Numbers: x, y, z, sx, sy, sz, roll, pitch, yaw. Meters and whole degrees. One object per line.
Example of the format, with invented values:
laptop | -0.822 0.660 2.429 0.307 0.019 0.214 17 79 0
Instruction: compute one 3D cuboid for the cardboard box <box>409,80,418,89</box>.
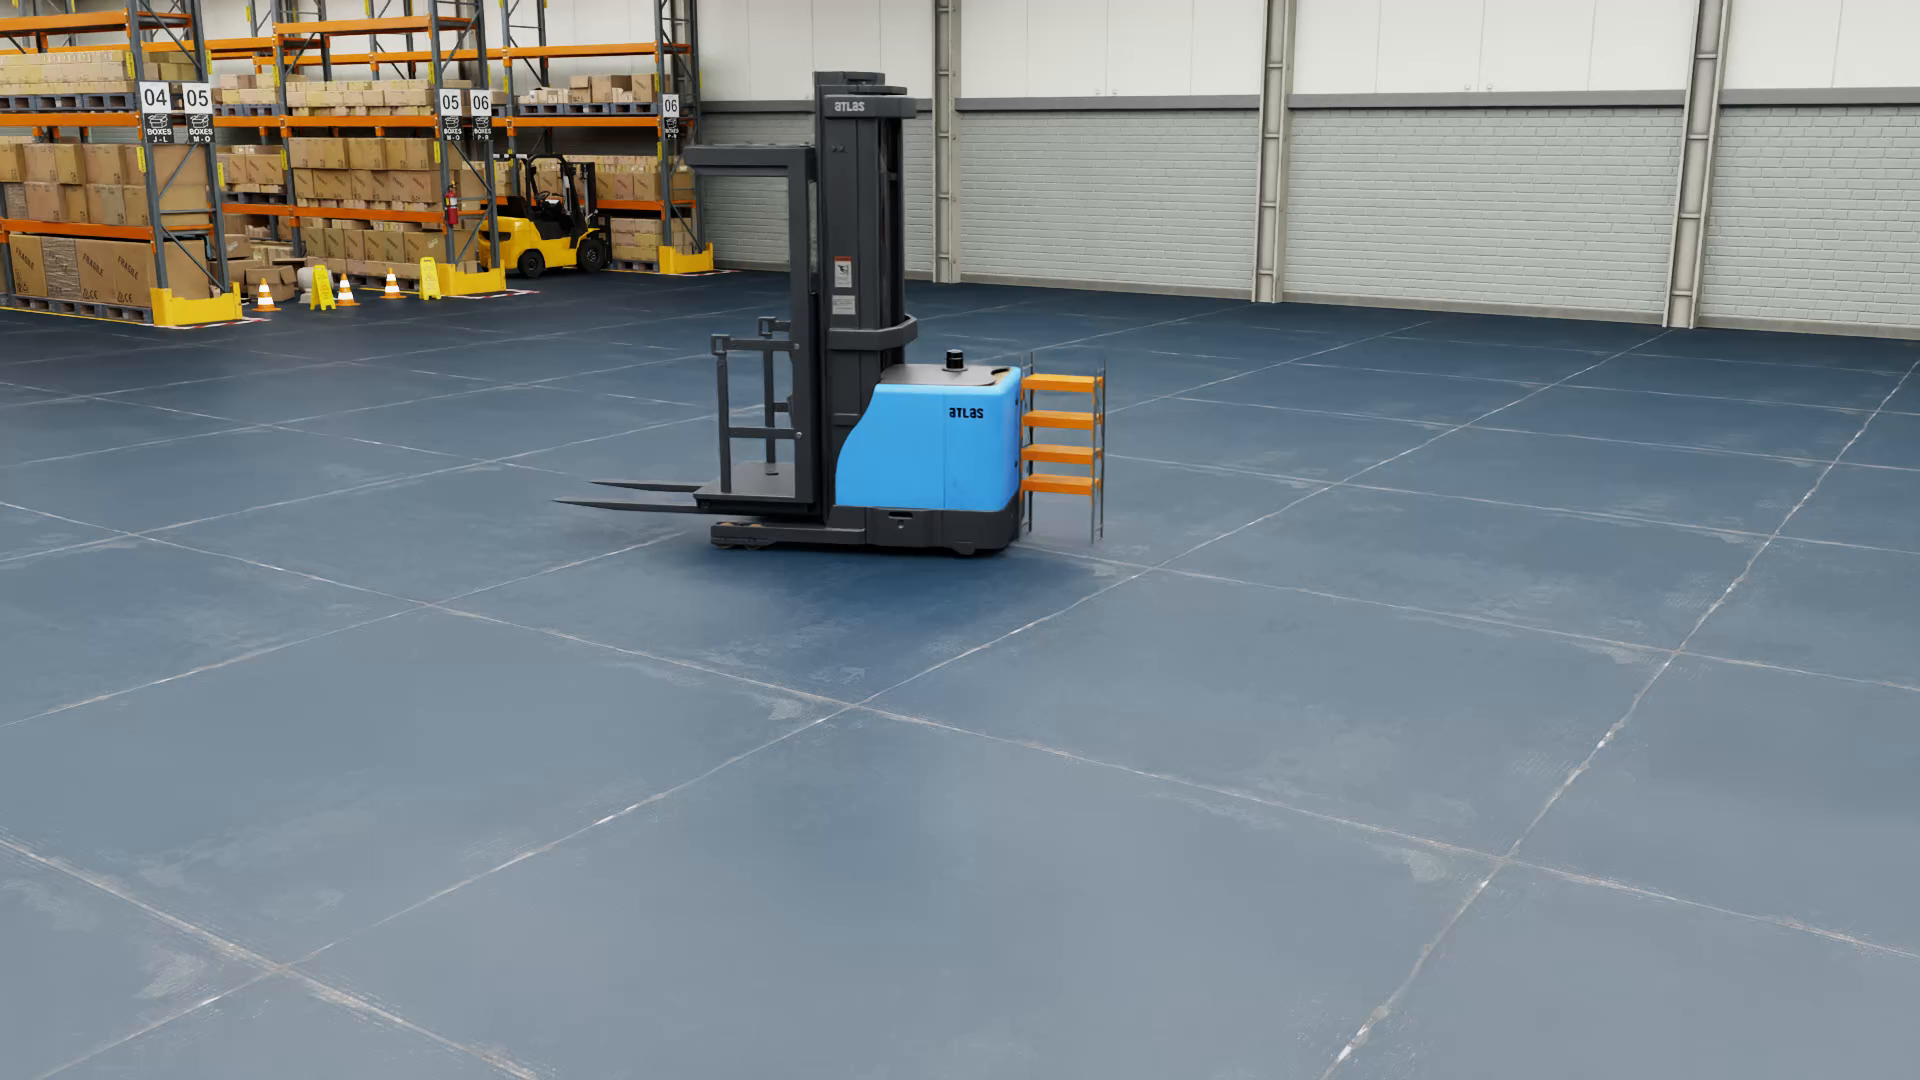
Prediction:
cardboard box | -8.534 -7.241 26.455 0.250 0.149 0.380 10 17 34

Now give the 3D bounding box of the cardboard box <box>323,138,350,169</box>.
cardboard box | -10.158 -6.458 27.763 0.500 0.500 0.700 9 16 32

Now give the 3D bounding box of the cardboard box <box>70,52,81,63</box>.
cardboard box | -11.885 -6.578 22.694 0.250 0.149 0.380 9 17 33

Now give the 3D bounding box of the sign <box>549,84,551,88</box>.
sign | -8.140 -8.874 32.948 0.005 0.325 0.100 9 17 33

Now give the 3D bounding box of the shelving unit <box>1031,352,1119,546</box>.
shelving unit | 0.738 -0.587 10.696 0.503 1.200 0.258 4 15 17

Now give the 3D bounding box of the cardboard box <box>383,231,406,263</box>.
cardboard box | -9.142 -4.849 27.459 0.500 0.500 0.500 10 17 35

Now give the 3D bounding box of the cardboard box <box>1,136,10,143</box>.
cardboard box | -19.094 -8.077 33.569 0.250 0.149 0.380 9 17 32

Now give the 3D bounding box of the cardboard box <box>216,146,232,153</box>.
cardboard box | -16.935 -8.747 38.050 0.500 0.500 0.500 10 17 34

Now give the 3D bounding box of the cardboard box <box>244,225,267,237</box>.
cardboard box | -16.009 -7.032 37.803 0.258 0.266 0.396 10 17 35

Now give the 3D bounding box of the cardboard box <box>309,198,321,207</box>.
cardboard box | -10.894 -5.776 28.438 0.250 0.149 0.380 10 17 34

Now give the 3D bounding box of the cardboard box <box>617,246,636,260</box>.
cardboard box | -6.103 -5.419 31.322 0.500 0.250 0.500 9 17 33

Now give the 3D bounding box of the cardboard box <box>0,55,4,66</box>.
cardboard box | -13.569 -6.850 23.793 0.250 0.149 0.380 9 17 32

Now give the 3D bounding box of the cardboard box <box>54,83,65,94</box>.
cardboard box | -12.305 -6.259 23.064 0.250 0.149 0.380 9 17 33

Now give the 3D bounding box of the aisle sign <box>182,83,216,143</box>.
aisle sign | -10.349 -5.803 22.614 0.004 0.787 0.394 9 17 33

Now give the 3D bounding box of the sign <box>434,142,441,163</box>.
sign | -8.223 -6.099 26.151 0.005 0.325 0.100 9 17 33

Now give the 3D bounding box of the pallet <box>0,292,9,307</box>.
pallet | -14.576 -3.762 25.582 1.213 0.211 1.003 9 17 33

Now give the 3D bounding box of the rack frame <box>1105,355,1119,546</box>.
rack frame | 0.970 -0.569 10.625 0.015 1.200 0.240 4 15 17

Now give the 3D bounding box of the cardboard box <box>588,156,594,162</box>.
cardboard box | -6.820 -7.200 31.490 0.250 0.149 0.380 9 17 34

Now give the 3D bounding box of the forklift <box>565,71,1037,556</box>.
forklift | -1.049 -1.476 10.686 3.031 2.935 1.130 2 14 10

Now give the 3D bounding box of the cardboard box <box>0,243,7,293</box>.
cardboard box | -14.459 -4.205 25.374 0.750 0.750 1.050 9 17 33

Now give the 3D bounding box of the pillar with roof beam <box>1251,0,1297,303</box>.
pillar with roof beam | 2.351 -7.199 21.179 0.400 9.000 9.100 9 17 33

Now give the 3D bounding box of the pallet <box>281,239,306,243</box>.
pallet | -14.390 -6.636 37.191 1.213 0.211 1.003 9 17 33

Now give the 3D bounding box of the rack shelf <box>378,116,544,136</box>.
rack shelf | -10.108 -8.393 33.741 4.000 0.370 1.077 9 17 33

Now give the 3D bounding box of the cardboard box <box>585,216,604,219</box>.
cardboard box | -6.953 -6.038 31.741 0.500 0.250 0.500 9 16 32

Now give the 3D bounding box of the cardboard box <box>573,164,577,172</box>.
cardboard box | -7.285 -7.109 31.741 0.250 0.149 0.380 9 16 31

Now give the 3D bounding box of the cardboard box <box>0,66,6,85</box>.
cardboard box | -13.645 -6.686 23.959 0.500 0.250 0.500 9 17 33

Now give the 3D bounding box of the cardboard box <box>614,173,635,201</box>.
cardboard box | -6.109 -6.615 31.096 0.500 0.500 0.500 10 17 35

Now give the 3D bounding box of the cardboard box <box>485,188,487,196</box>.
cardboard box | -9.433 -7.027 33.280 0.500 0.250 0.500 9 17 32

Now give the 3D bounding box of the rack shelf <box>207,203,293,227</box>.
rack shelf | -12.875 -5.947 30.102 4.000 0.370 1.077 9 17 33

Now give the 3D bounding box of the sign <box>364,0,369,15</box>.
sign | -12.062 -10.849 33.814 0.005 0.325 0.100 9 17 33

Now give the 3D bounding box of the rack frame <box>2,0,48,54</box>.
rack frame | -13.894 -7.940 24.169 0.127 3.000 1.000 9 17 33

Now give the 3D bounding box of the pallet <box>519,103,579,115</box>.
pallet | -7.726 -8.322 32.141 1.213 0.211 1.003 9 17 33

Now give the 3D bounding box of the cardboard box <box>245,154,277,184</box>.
cardboard box | -12.139 -6.507 29.167 0.500 0.500 0.500 9 17 33

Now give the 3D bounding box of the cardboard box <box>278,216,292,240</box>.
cardboard box | -14.811 -6.972 37.072 0.500 0.500 0.500 10 17 35

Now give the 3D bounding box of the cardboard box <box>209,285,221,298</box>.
cardboard box | -11.440 -3.837 25.771 0.258 0.266 0.396 13 19 42

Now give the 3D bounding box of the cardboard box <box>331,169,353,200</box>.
cardboard box | -10.167 -5.974 27.885 0.500 0.500 0.500 9 17 32

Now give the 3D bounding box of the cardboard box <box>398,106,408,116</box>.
cardboard box | -8.775 -6.887 26.682 0.250 0.149 0.380 10 17 34

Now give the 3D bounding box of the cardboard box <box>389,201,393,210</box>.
cardboard box | -9.164 -5.518 27.396 0.250 0.149 0.380 9 17 34

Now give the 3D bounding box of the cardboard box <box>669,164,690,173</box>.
cardboard box | -5.266 -6.942 31.068 0.250 0.149 0.380 9 16 31

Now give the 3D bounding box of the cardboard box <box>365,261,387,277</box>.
cardboard box | -9.580 -4.556 27.832 0.500 0.250 0.500 8 16 31

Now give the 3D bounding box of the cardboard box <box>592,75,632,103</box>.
cardboard box | -6.427 -8.407 31.009 0.500 0.500 0.700 9 17 33

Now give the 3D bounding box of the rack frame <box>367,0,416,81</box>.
rack frame | -11.767 -10.467 34.378 0.127 3.000 1.000 9 17 33

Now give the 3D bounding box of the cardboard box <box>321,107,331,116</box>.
cardboard box | -10.455 -7.172 27.835 0.250 0.149 0.380 10 17 34

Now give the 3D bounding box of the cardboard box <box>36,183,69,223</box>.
cardboard box | -12.730 -4.888 24.015 0.550 0.550 0.875 9 17 33

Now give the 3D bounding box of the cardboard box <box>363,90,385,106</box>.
cardboard box | -9.321 -7.170 26.997 0.500 0.250 0.500 10 17 34

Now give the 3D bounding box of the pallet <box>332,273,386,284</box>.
pallet | -10.638 -4.591 28.931 1.213 0.211 1.003 9 17 33

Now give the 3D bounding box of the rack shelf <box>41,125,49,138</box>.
rack shelf | -15.554 -6.403 25.699 4.000 0.370 1.077 9 17 33

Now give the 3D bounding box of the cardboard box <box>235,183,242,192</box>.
cardboard box | -12.635 -6.264 29.532 0.250 0.149 0.380 9 17 33

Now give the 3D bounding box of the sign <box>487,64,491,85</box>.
sign | -7.594 -7.480 26.736 0.005 0.325 0.100 9 17 33

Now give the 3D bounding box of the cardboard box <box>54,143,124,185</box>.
cardboard box | -12.270 -5.348 23.626 0.500 0.550 0.875 9 17 33

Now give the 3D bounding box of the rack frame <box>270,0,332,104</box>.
rack frame | -11.215 -8.940 28.211 0.127 3.000 1.000 9 17 33

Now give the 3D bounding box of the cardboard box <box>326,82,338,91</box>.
cardboard box | -10.253 -7.512 27.547 0.250 0.149 0.380 9 16 31

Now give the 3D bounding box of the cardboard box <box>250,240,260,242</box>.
cardboard box | -13.454 -5.318 30.657 0.625 0.372 0.950 9 16 32

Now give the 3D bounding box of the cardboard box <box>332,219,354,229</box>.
cardboard box | -10.379 -5.346 28.114 0.250 0.149 0.380 10 17 35

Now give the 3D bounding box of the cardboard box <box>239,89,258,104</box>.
cardboard box | -12.198 -7.733 29.017 0.500 0.250 0.500 9 17 33
